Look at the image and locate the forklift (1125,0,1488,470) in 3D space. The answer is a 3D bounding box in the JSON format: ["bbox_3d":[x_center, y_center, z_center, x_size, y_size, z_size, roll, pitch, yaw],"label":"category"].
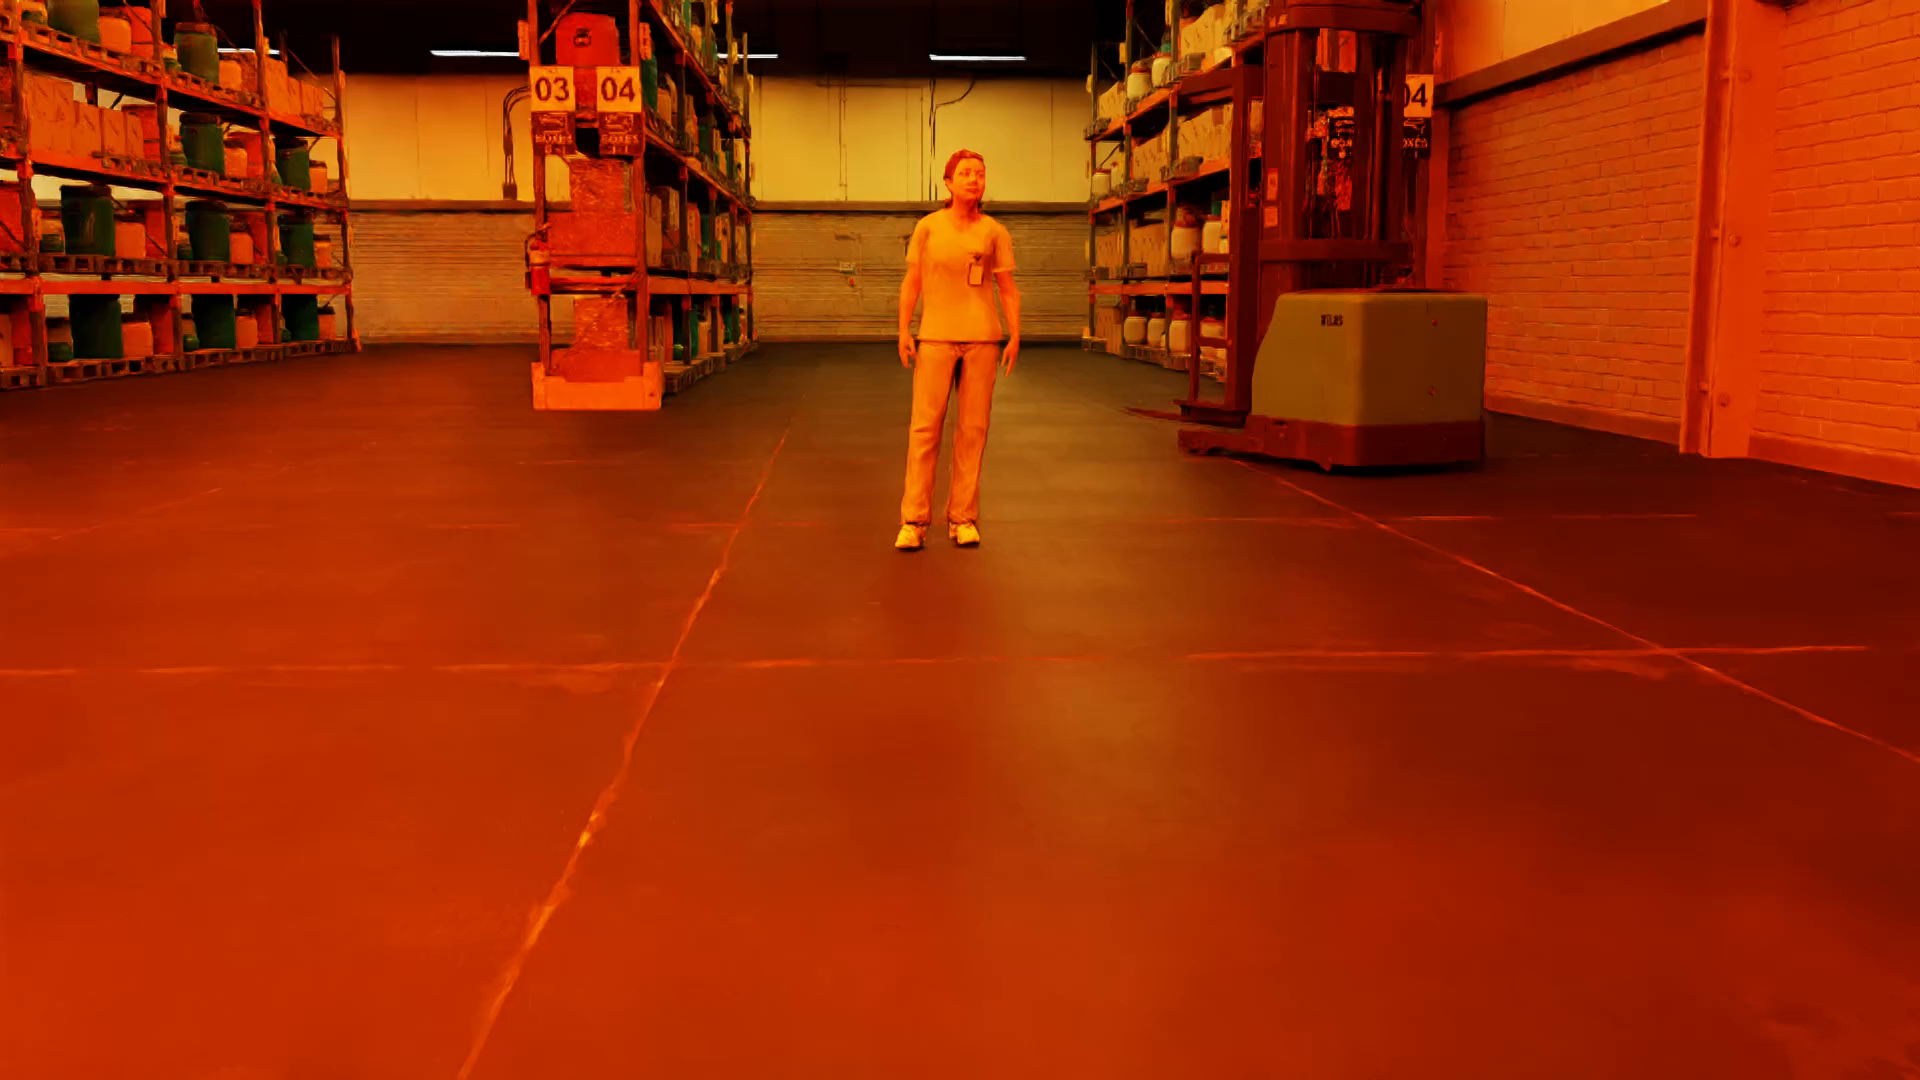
[{"bbox_3d":[2.148,-2.042,11.082,1.130,2.935,3.031,-4,9,-23],"label":"forklift"}]

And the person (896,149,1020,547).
[{"bbox_3d":[-0.009,-0.825,7.112,0.550,1.674,0.548,-1,8,-4],"label":"person"}]
